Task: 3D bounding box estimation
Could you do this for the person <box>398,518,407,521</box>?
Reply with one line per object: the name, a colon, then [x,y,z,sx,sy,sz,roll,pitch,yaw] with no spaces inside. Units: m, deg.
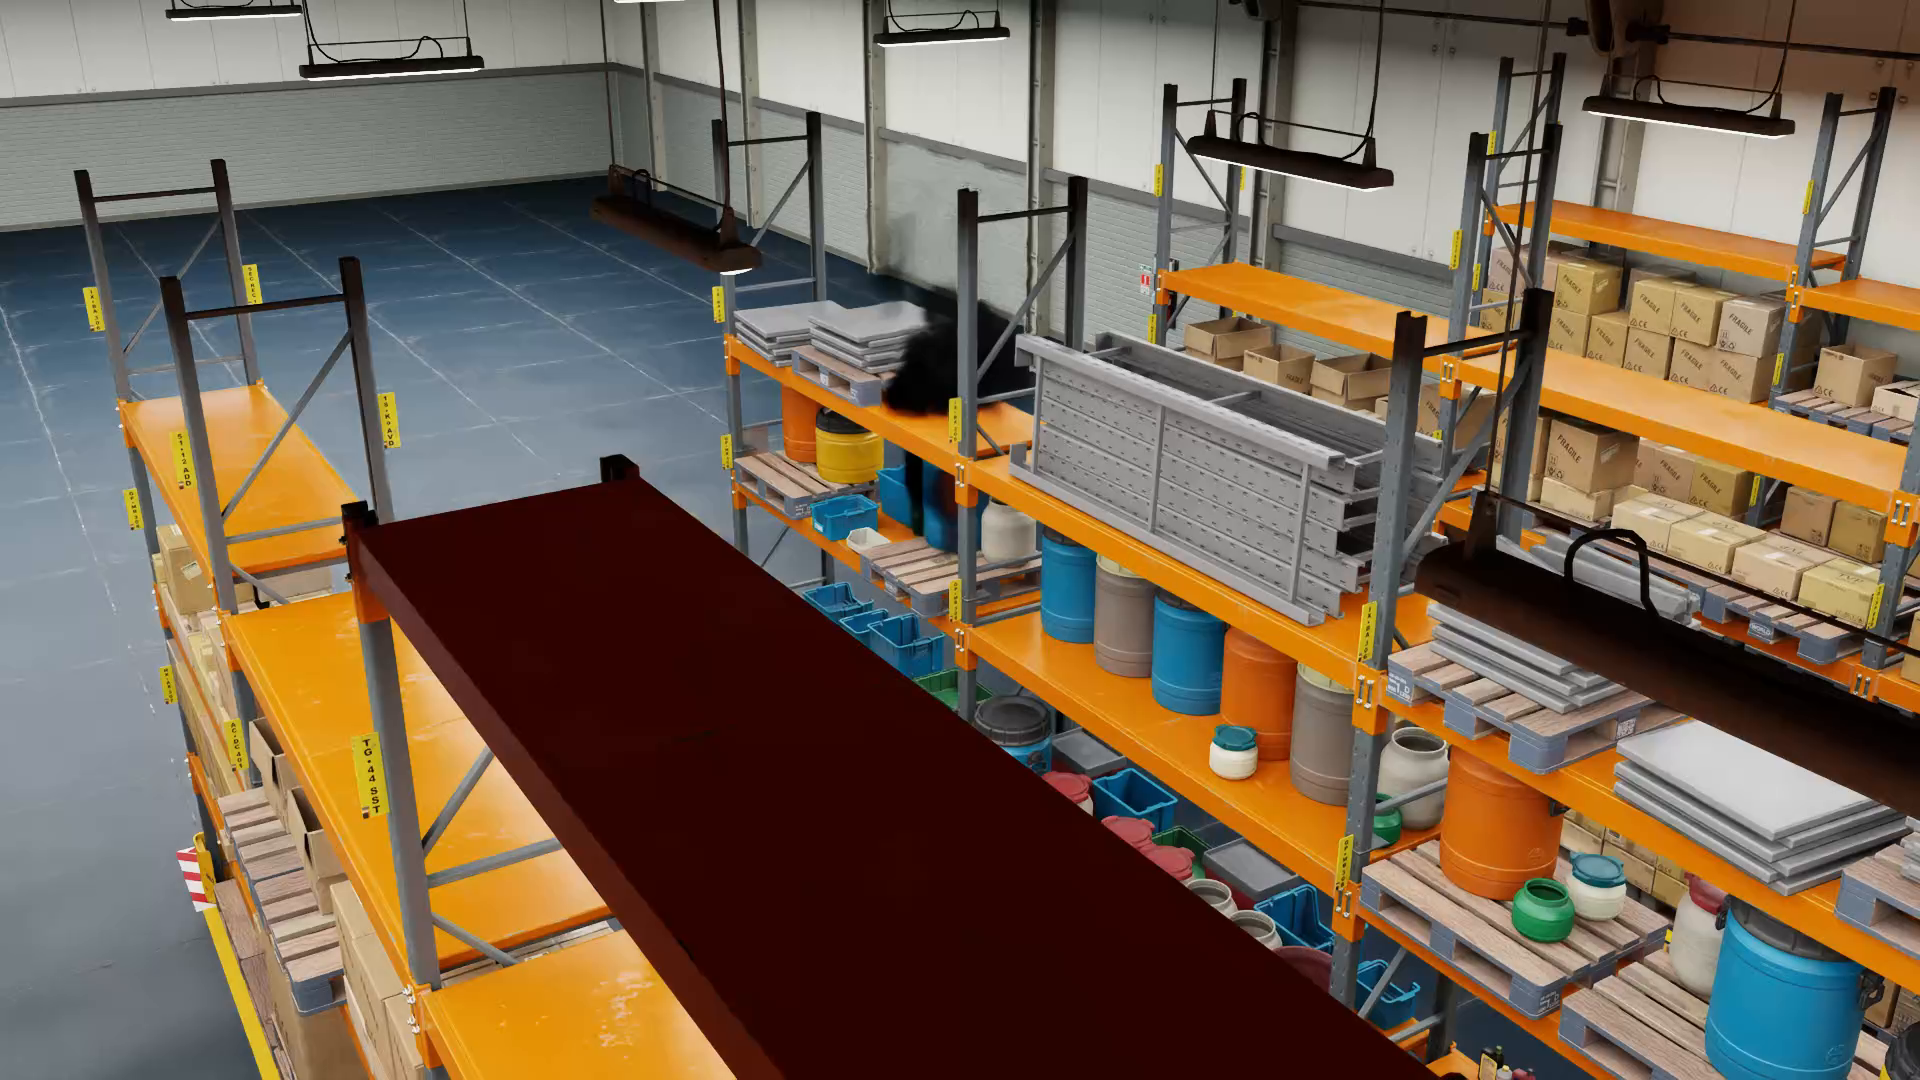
person: [-5.861,0.577,17.646,0.581,1.723,0.705,0,22,-1]
